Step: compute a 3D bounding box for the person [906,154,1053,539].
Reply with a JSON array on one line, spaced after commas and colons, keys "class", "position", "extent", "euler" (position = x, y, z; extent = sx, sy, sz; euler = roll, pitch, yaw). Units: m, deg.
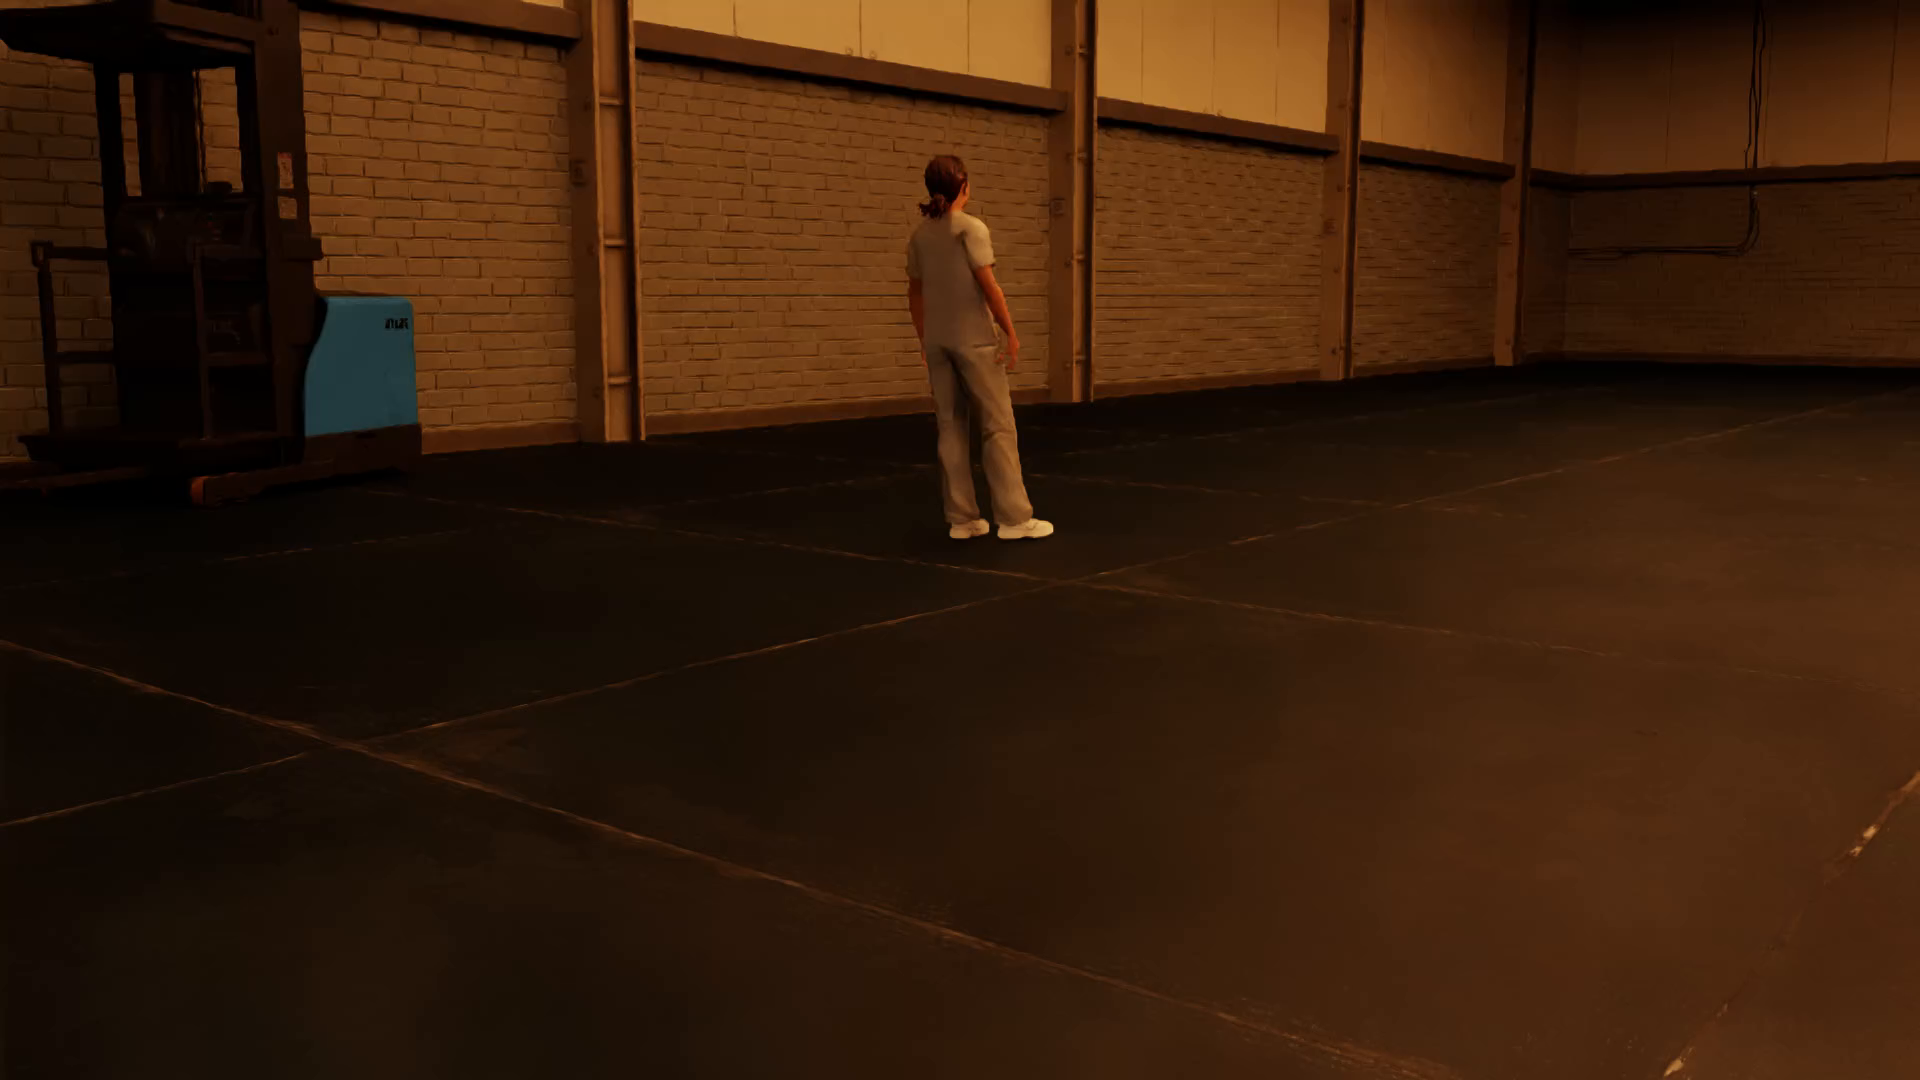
[{"class": "person", "position": [0.057, -0.843, 7.331], "extent": [0.550, 1.674, 0.548], "euler": [7, 11, 38]}]

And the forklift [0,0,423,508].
[{"class": "forklift", "position": [-4.243, -1.679, 8.758], "extent": [1.130, 2.935, 3.031], "euler": [3, 9, 19]}]
